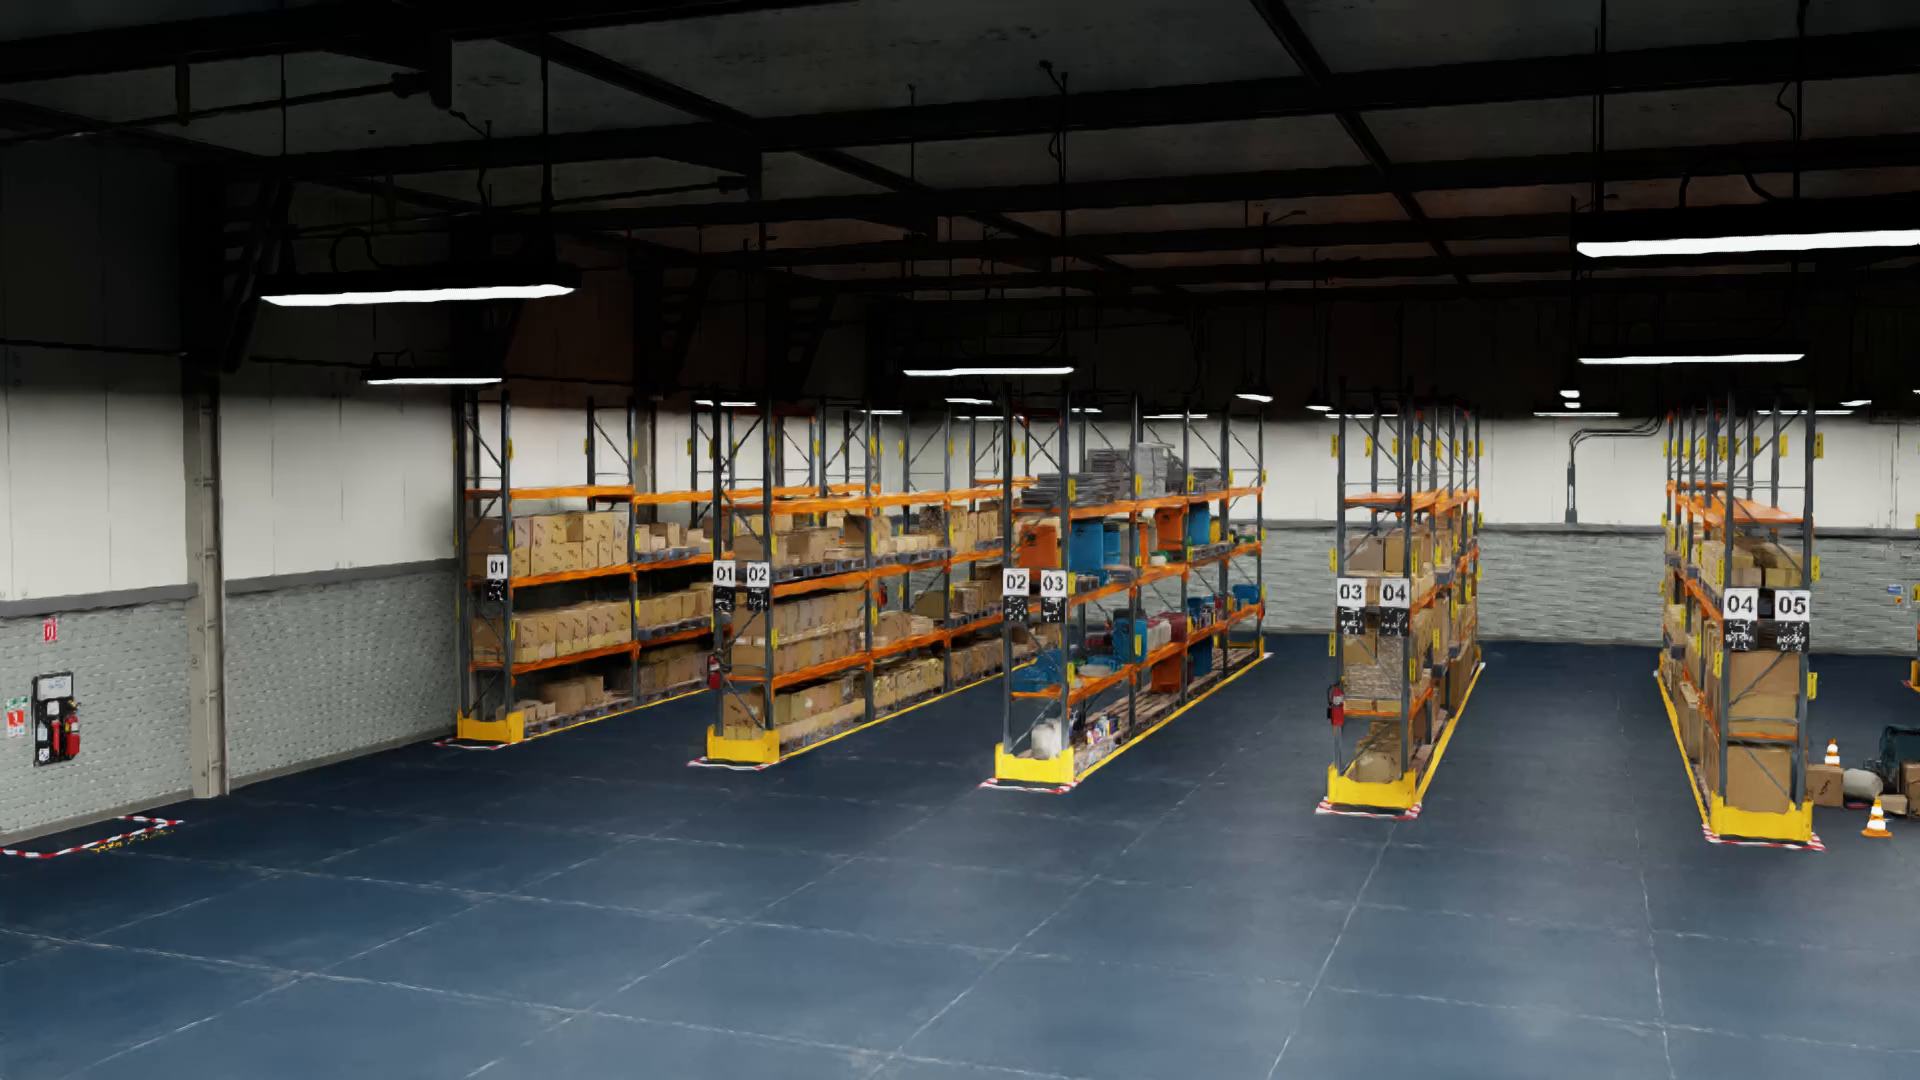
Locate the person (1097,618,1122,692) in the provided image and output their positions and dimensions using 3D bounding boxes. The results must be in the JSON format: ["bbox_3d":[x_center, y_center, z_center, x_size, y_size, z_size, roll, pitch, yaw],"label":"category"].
[{"bbox_3d":[3.083,2.397,34.222,0.419,1.405,1.042,1,3,25],"label":"person"}]

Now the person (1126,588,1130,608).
[{"bbox_3d":[4.649,1.671,45.597,0.641,1.655,0.458,-2,4,-28],"label":"person"}]
